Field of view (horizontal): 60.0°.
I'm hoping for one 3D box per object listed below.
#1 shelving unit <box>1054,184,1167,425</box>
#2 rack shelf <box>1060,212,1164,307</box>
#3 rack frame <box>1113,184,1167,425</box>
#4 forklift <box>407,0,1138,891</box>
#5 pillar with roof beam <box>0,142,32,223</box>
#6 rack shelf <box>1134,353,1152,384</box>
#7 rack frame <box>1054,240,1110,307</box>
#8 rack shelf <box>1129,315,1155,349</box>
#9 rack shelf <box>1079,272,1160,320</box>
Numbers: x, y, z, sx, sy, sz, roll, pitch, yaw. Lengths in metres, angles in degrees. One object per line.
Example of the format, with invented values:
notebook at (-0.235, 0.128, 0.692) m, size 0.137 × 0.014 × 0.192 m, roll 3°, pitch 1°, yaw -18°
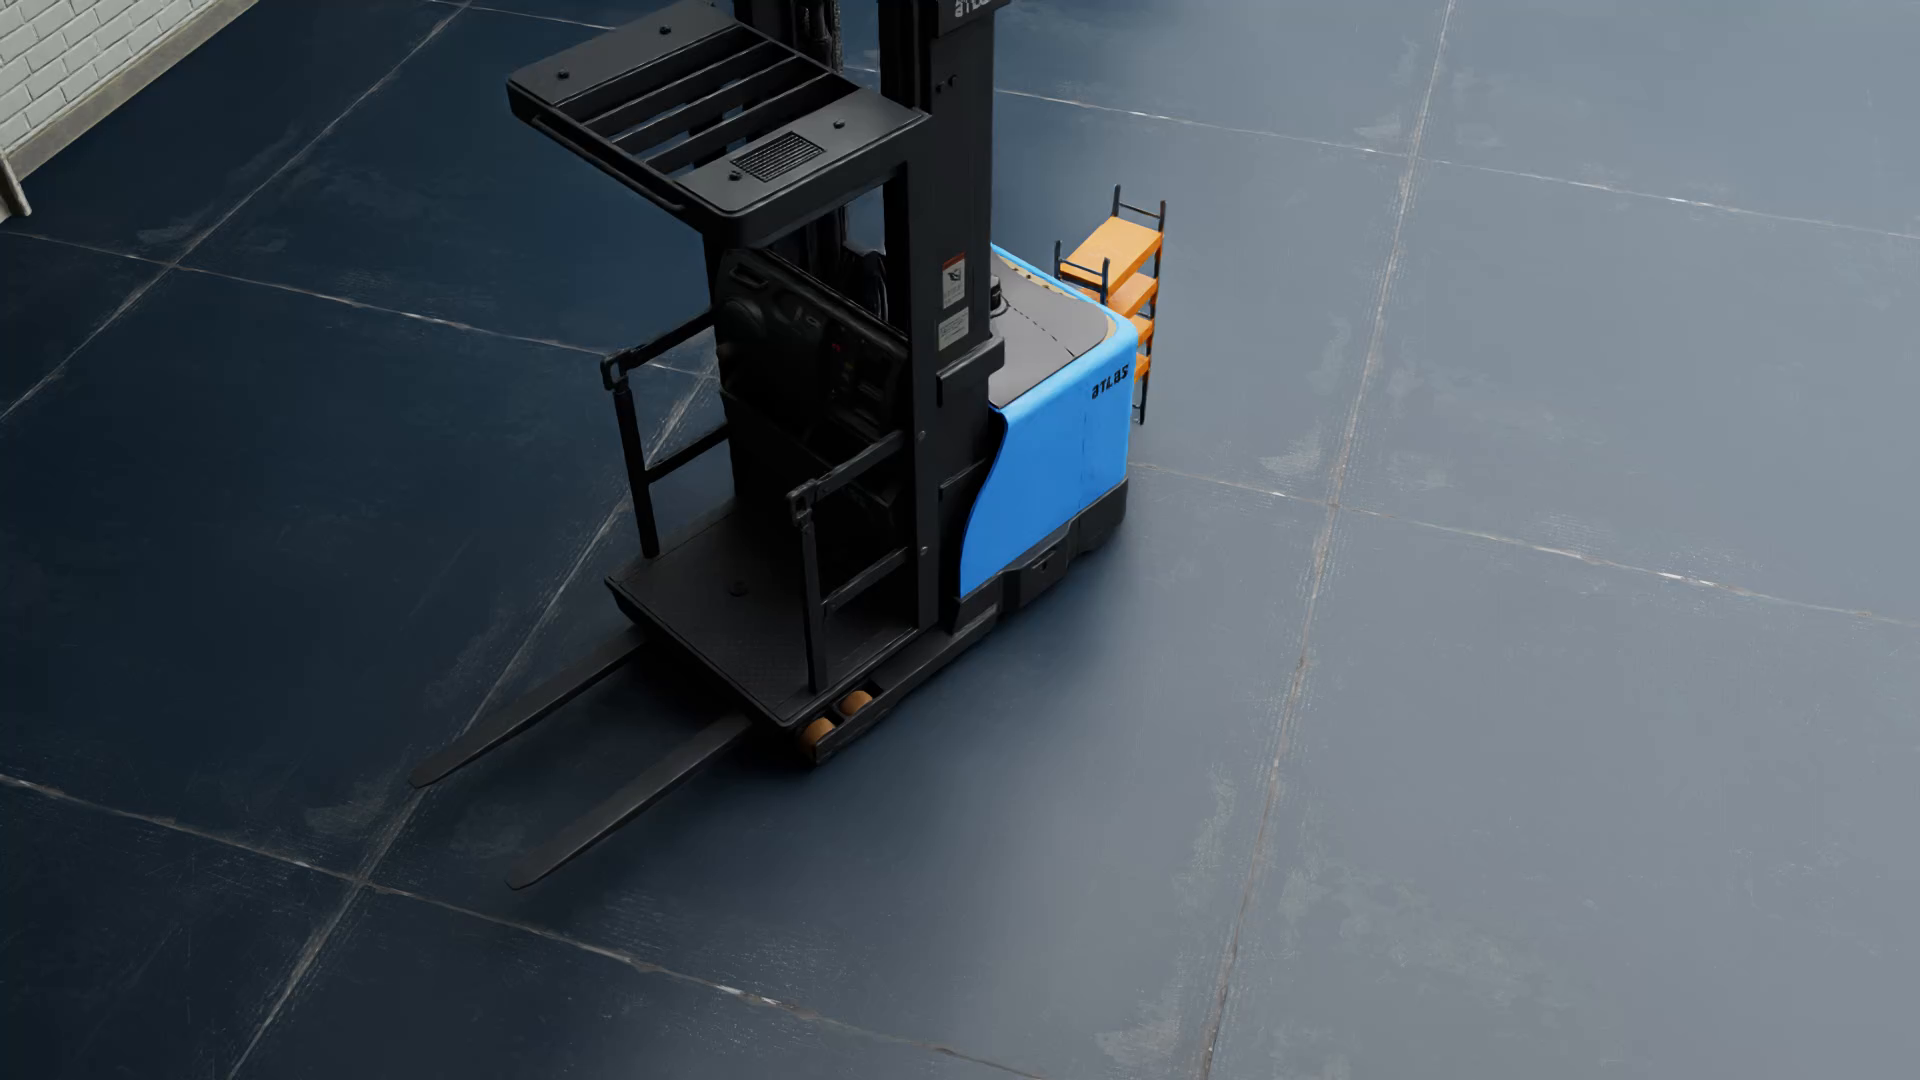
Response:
shelving unit at (0.619, -0.867, 7.177) m, size 0.258 × 1.200 × 0.503 m, roll 24°, pitch 49°, yaw 23°
rack shelf at (0.619, -1.148, 6.902) m, size 0.258 × 0.148 × 0.480 m, roll 24°, pitch 49°, yaw 23°
rack frame at (0.751, -1.011, 7.324) m, size 0.240 × 1.200 × 0.015 m, roll 24°, pitch 49°, yaw 23°
forklift at (-0.681, -0.620, 5.687) m, size 1.130 × 2.935 × 3.031 m, roll 35°, pitch 54°, yaw 30°
pillar with roof beam at (-1.097, -3.976, 4.778) m, size 9.100 × 9.000 × 0.400 m, roll 13°, pitch 46°, yaw 13°
rack shelf at (0.619, -0.677, 7.363) m, size 0.258 × 0.148 × 0.480 m, roll 24°, pitch 49°, yaw 23°
rack frame at (0.487, -0.723, 7.030) m, size 0.240 × 1.200 × 0.015 m, roll 24°, pitch 49°, yaw 23°
rack shelf at (0.619, -0.819, 7.224) m, size 0.258 × 0.148 × 0.480 m, roll 24°, pitch 49°, yaw 23°
rack shelf at (0.619, -0.979, 7.068) m, size 0.258 × 0.148 × 0.480 m, roll 24°, pitch 49°, yaw 23°
